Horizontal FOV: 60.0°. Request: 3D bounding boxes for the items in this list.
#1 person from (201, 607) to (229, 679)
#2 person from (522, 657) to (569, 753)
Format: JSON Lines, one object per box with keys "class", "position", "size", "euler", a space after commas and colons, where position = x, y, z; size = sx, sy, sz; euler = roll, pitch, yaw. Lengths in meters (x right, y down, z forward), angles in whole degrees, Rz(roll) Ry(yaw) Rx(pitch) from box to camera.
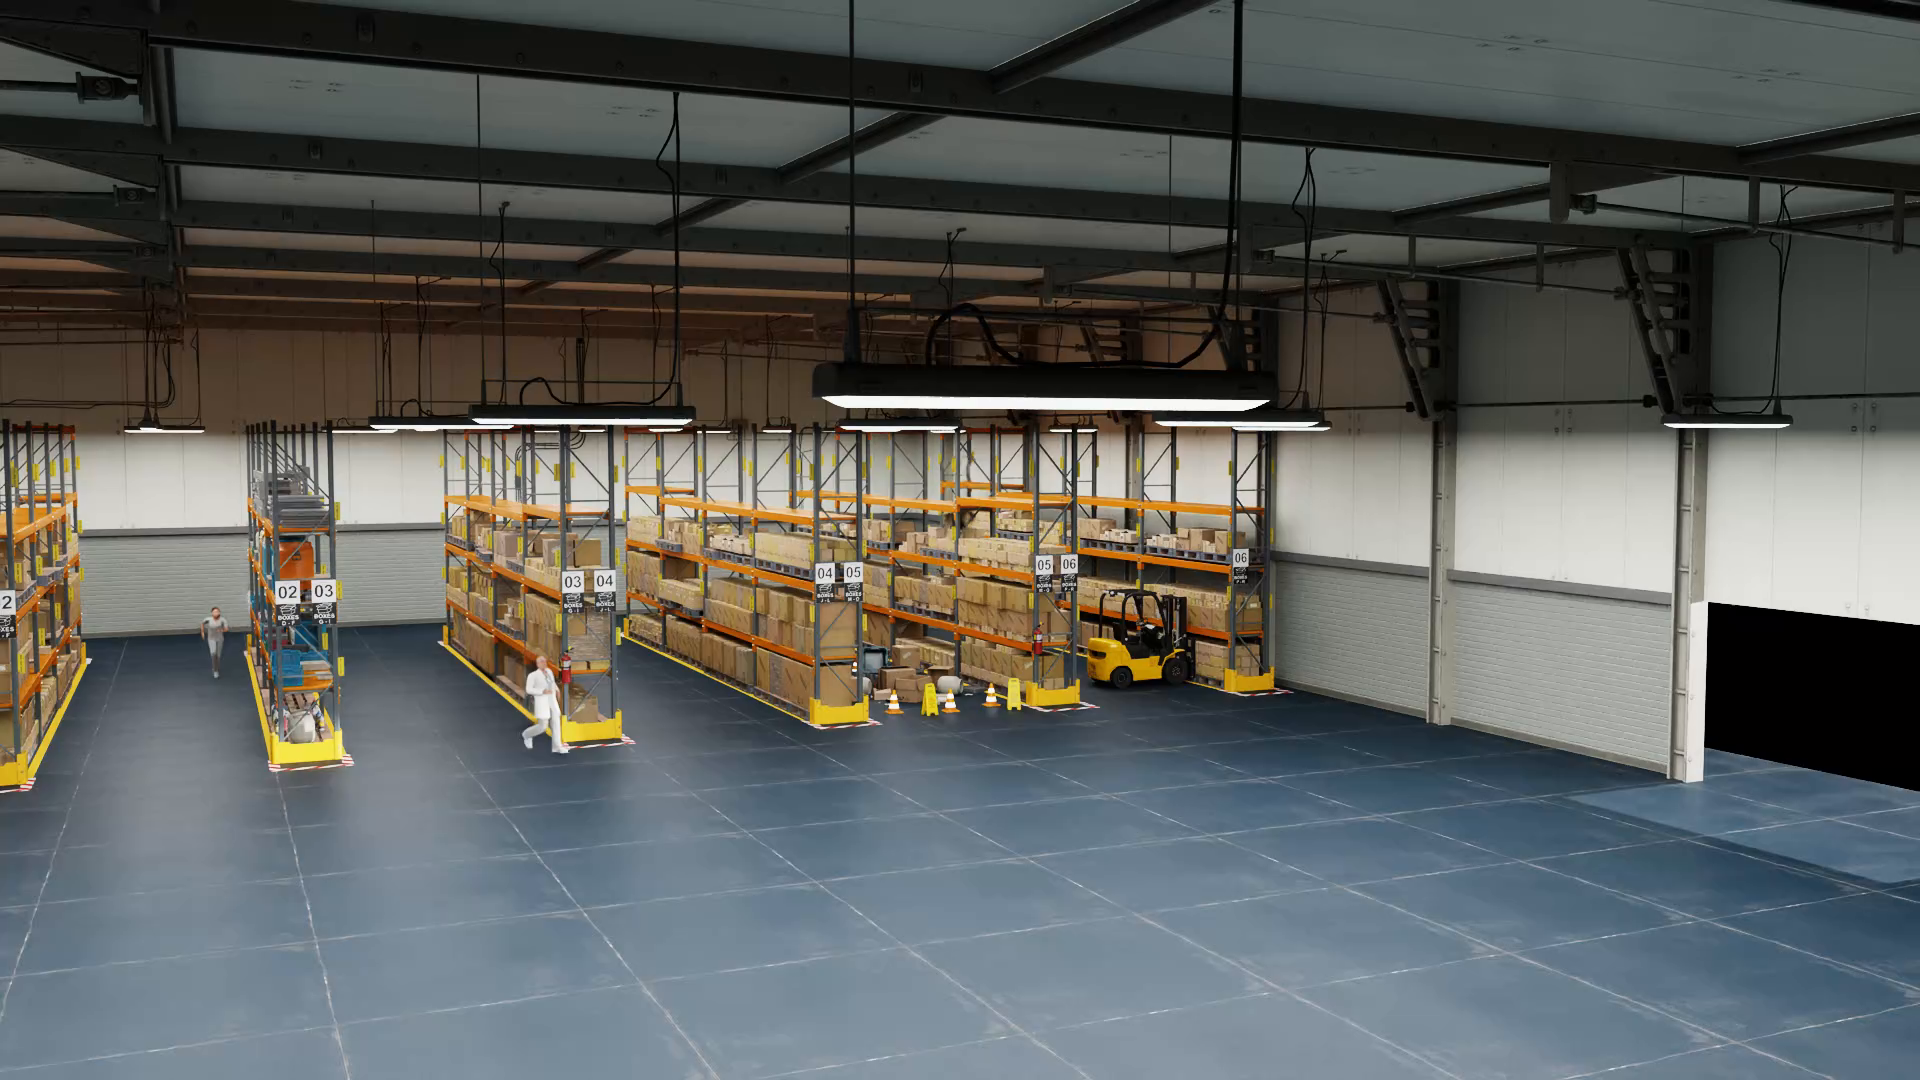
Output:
{"class": "person", "position": [-17.689, 2.426, 39.507], "size": [0.586, 1.692, 0.832], "euler": [-2, 4, -26]}
{"class": "person", "position": [-7.460, 2.974, 30.048], "size": [1.031, 1.730, 0.730], "euler": [3, 5, 38]}
